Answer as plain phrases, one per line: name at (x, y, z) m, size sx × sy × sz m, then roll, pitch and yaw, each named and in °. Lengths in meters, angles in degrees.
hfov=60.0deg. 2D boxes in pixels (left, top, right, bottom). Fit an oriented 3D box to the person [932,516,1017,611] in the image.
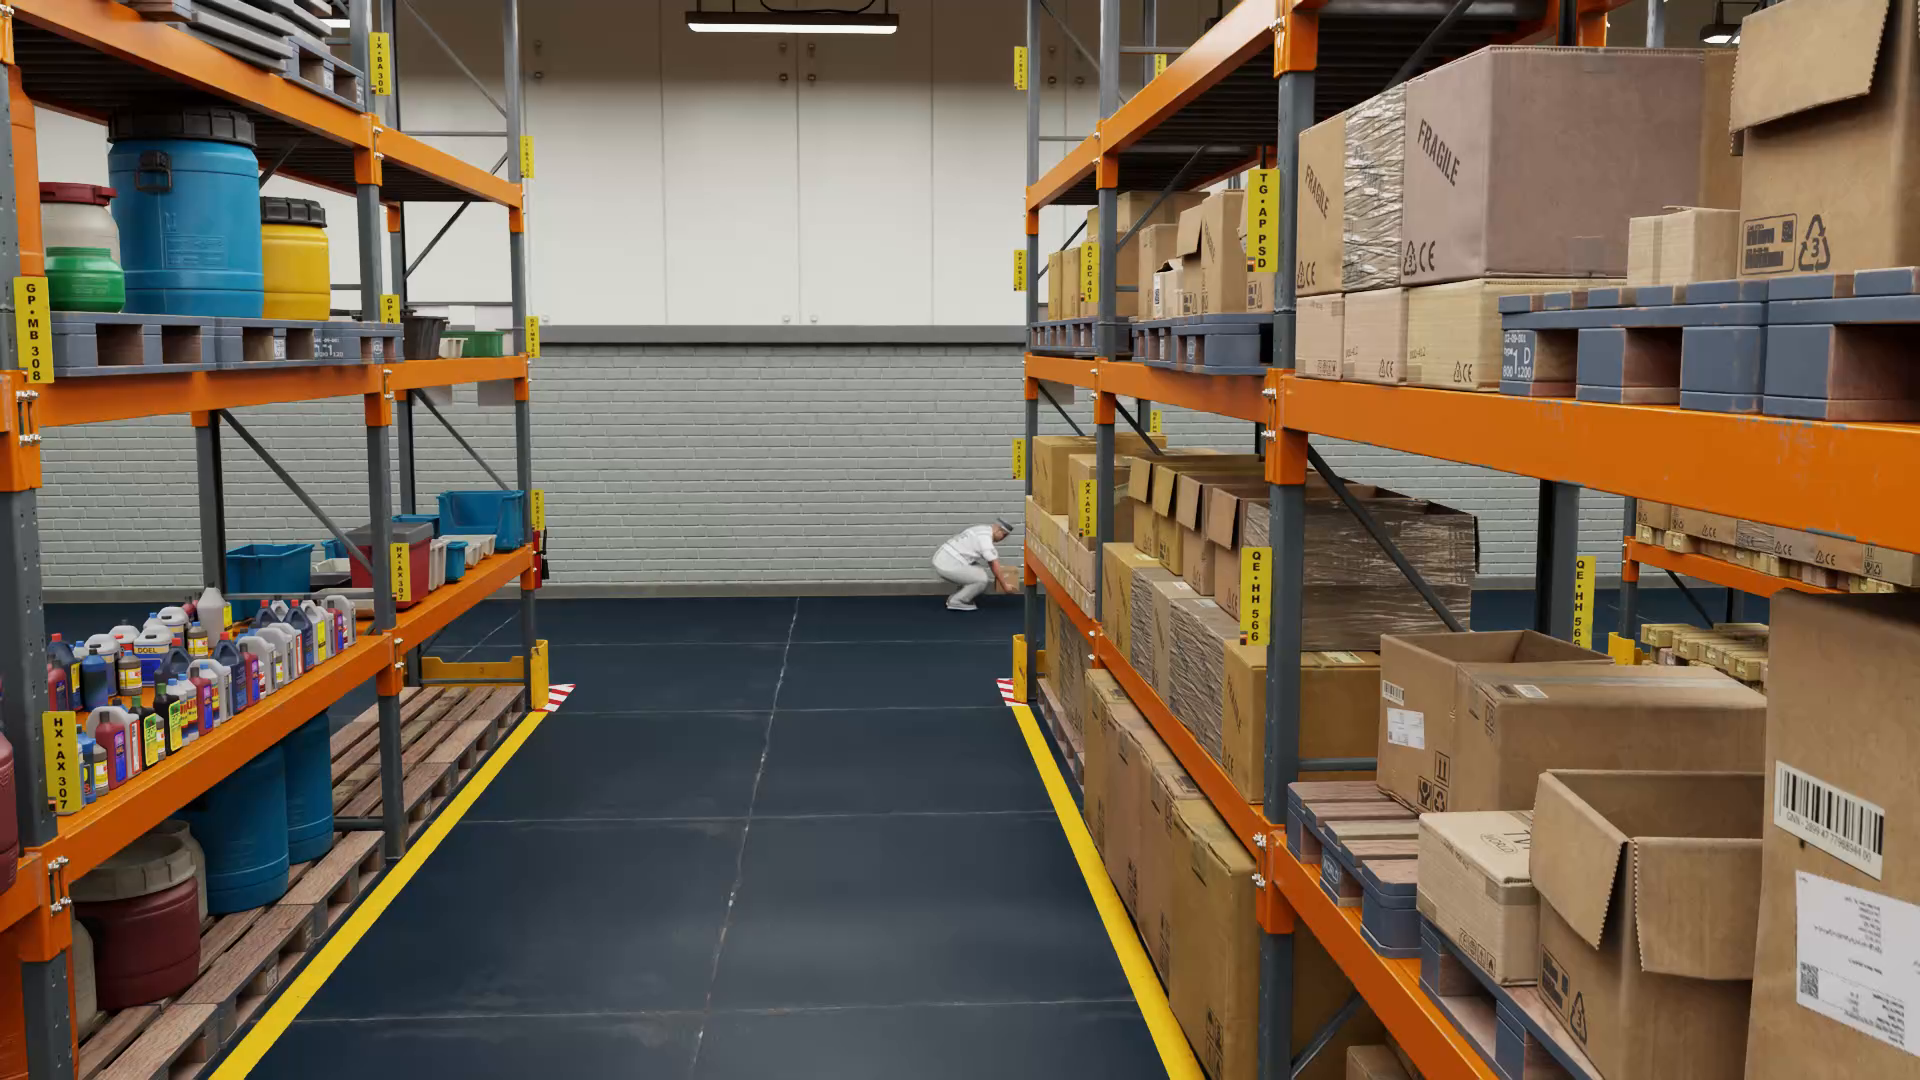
person at (0.155, 0.251, 18.253) m, size 0.925 × 1.022 × 0.534 m, roll -1°, pitch 7°, yaw -5°
